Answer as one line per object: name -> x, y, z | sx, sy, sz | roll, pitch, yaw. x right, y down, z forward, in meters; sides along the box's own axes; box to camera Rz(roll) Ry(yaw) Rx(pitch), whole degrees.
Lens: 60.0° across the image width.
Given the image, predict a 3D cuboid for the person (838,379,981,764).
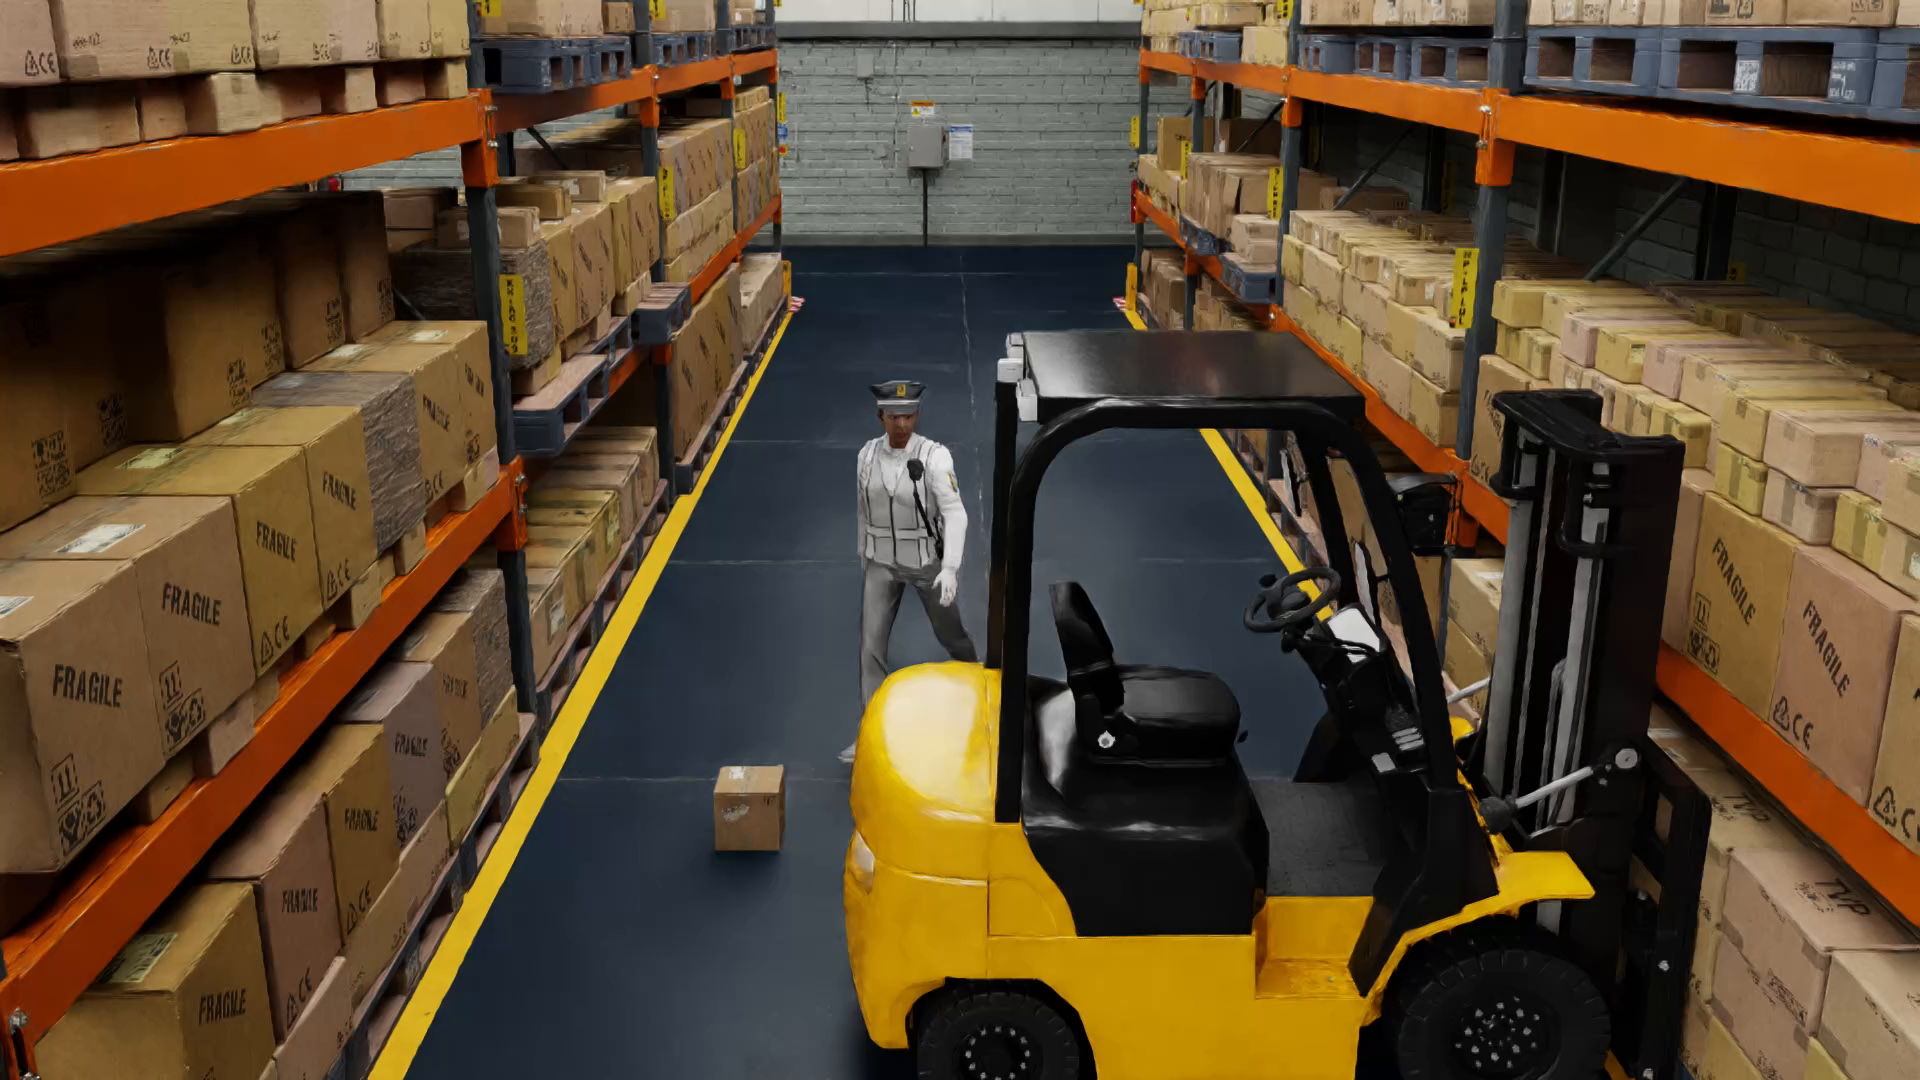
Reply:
person -> -0.216, 0.096, 7.228 | 0.591, 1.627, 1.012 | 6, 18, 19
